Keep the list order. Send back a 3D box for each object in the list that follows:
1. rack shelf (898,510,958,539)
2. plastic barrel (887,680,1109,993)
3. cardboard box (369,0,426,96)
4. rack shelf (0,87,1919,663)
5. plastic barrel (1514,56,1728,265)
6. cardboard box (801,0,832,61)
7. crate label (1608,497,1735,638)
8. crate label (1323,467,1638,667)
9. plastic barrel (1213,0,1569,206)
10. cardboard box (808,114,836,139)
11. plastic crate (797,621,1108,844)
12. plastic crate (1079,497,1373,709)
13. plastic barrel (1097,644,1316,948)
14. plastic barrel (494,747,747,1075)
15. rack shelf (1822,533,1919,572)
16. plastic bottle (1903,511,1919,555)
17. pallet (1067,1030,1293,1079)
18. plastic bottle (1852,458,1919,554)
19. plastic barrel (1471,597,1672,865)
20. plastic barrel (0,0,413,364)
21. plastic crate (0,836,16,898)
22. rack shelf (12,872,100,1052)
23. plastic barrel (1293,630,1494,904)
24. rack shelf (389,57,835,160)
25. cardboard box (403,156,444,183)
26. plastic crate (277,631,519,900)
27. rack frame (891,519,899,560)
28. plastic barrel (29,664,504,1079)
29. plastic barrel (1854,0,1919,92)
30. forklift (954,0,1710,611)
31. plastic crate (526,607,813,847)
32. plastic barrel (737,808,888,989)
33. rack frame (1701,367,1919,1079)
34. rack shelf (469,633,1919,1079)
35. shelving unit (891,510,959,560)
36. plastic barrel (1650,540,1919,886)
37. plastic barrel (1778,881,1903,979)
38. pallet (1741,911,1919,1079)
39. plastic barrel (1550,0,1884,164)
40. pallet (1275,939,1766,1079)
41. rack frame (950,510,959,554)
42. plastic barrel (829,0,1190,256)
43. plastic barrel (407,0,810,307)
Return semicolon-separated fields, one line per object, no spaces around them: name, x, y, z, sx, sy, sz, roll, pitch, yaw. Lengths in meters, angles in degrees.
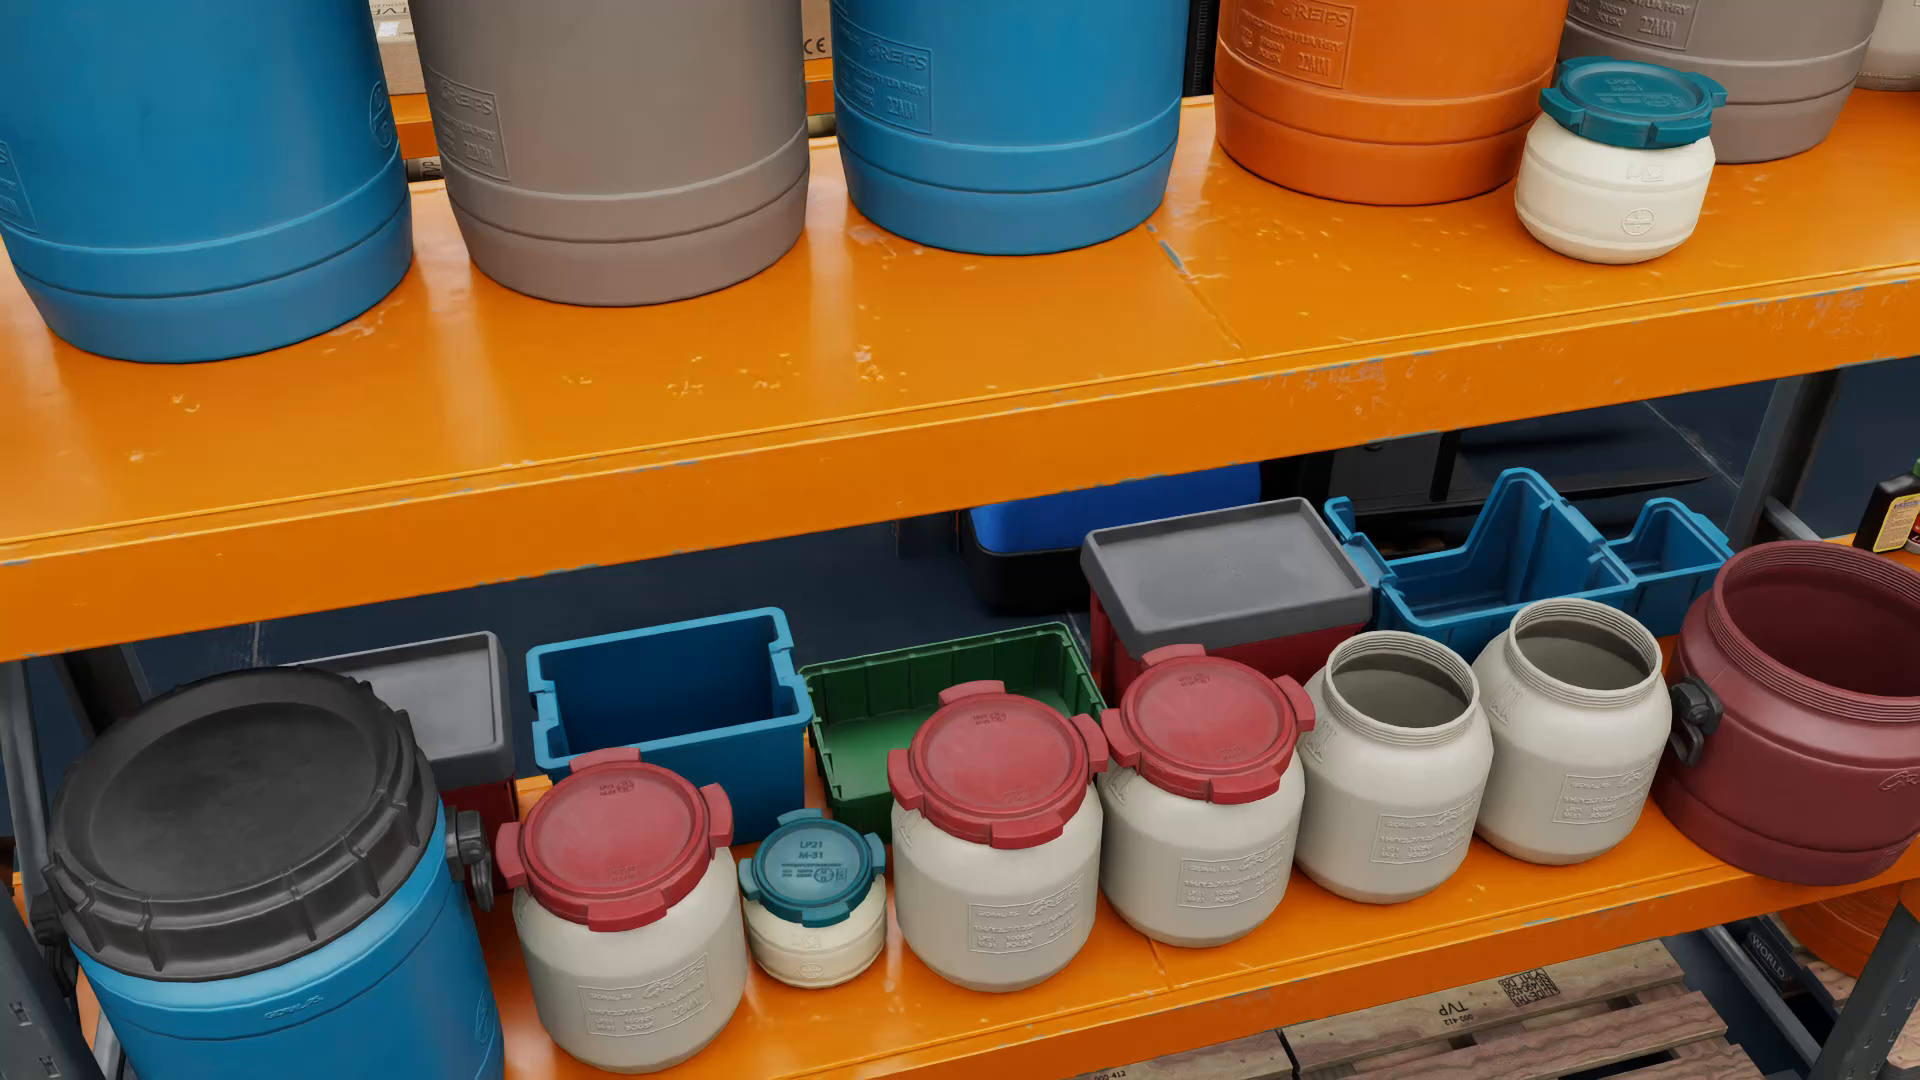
rack shelf;-0.142;-0.181;6.598;0.240;0.259;0.215;-5;38;-7
plastic barrel;0.074;0.618;3.362;0.433;0.535;0.433;0;37;0
cardboard box;-2.439;-2.139;7.201;0.500;0.250;0.500;-7;38;-9
rack shelf;0.316;-0.412;2.942;4.000;0.370;1.077;-9;38;-12
plastic barrel;1.080;-0.621;2.738;0.301;0.262;0.301;0;37;0
cardboard box;-0.657;-2.493;7.458;0.500;0.500;0.500;-11;39;-14
crate label;1.742;0.091;4.300;0.416;0.233;0.303;-9;38;-12
crate label;1.217;0.162;4.040;0.616;0.435;0.502;-9;38;-12
plastic barrel;0.766;-1.078;2.868;0.708;0.830;0.600;-9;38;-12
cardboard box;-0.621;-1.948;8.283;0.500;0.311;0.500;-10;39;-13
plastic crate;-0.007;0.454;3.863;0.662;0.188;0.450;-9;38;-12
plastic crate;0.607;0.228;3.930;0.583;0.464;0.402;-9;38;-12
plastic barrel;0.492;0.549;3.451;0.433;0.535;0.433;0;37;0
plastic barrel;-0.634;0.734;3.210;0.433;0.535;0.433;0;37;0
rack shelf;4.177;0.146;4.682;4.000;0.370;1.077;-9;38;-12
plastic bottle;2.642;-0.066;4.531;0.097;0.201;0.097;0;37;0
pallet;0.313;1.576;4.516;1.213;0.211;1.003;-9;38;-12
plastic bottle;2.526;-0.091;4.496;0.133;0.283;0.061;-9;38;-12
plastic barrel;1.309;0.421;3.639;0.421;0.512;0.421;0;37;0
plastic barrel;-1.181;-0.787;2.429;0.708;0.901;0.600;-9;38;-12
plastic crate;-2.154;0.844;3.229;0.504;0.338;0.767;-9;38;-12
rack shelf;-3.546;1.413;3.026;4.000;0.370;1.077;-9;38;-12
plastic barrel;0.902;0.488;3.551;0.421;0.512;0.421;0;37;0
rack shelf;-0.972;-2.126;7.653;4.000;0.370;1.077;-9;38;-12
cardboard box;-2.587;-1.625;7.861;0.500;0.311;0.500;-9;38;-12
plastic crate;-1.227;0.529;3.537;0.583;0.464;0.402;-9;38;-12
rack frame;-0.262;-0.399;6.408;0.008;1.050;0.200;-5;38;-7
plastic barrel;-1.163;0.728;2.916;0.708;0.901;0.600;-9;38;-12
plastic barrel;1.867;-1.189;3.275;0.421;0.512;0.421;0;37;0
forklift;1.488;-1.304;6.043;3.031;2.935;1.130;-5;38;-7
plastic crate;-0.631;0.460;3.693;0.575;0.384;0.392;-9;38;-12
plastic barrel;-0.297;0.746;3.420;0.301;0.262;0.301;0;37;0
rack frame;2.247;0.177;4.049;0.127;3.000;1.000;-9;38;-12
rack shelf;0.316;0.780;3.854;4.000;0.370;1.077;-9;38;-12
shelving unit;-0.142;-0.411;6.423;0.252;1.050;0.215;-5;38;-7
plastic barrel;1.878;0.374;3.680;0.708;0.536;0.600;-9;38;-12
plastic barrel;2.714;0.785;4.696;0.708;0.830;0.600;-9;38;-12
pallet;2.997;1.136;5.092;1.213;0.211;1.003;-9;38;-12
plastic barrel;1.397;-1.210;2.982;0.600;0.901;0.600;0;37;0
pallet;1.489;1.385;4.766;1.213;0.211;1.003;-9;38;-12
rack frame;-0.021;-0.422;6.437;0.008;1.050;0.200;-5;38;-7
plastic barrel;0.082;-0.995;2.700;0.708;0.901;0.600;-9;38;-12
plastic barrel;-0.549;-0.891;2.565;0.600;0.901;0.600;0;37;0
